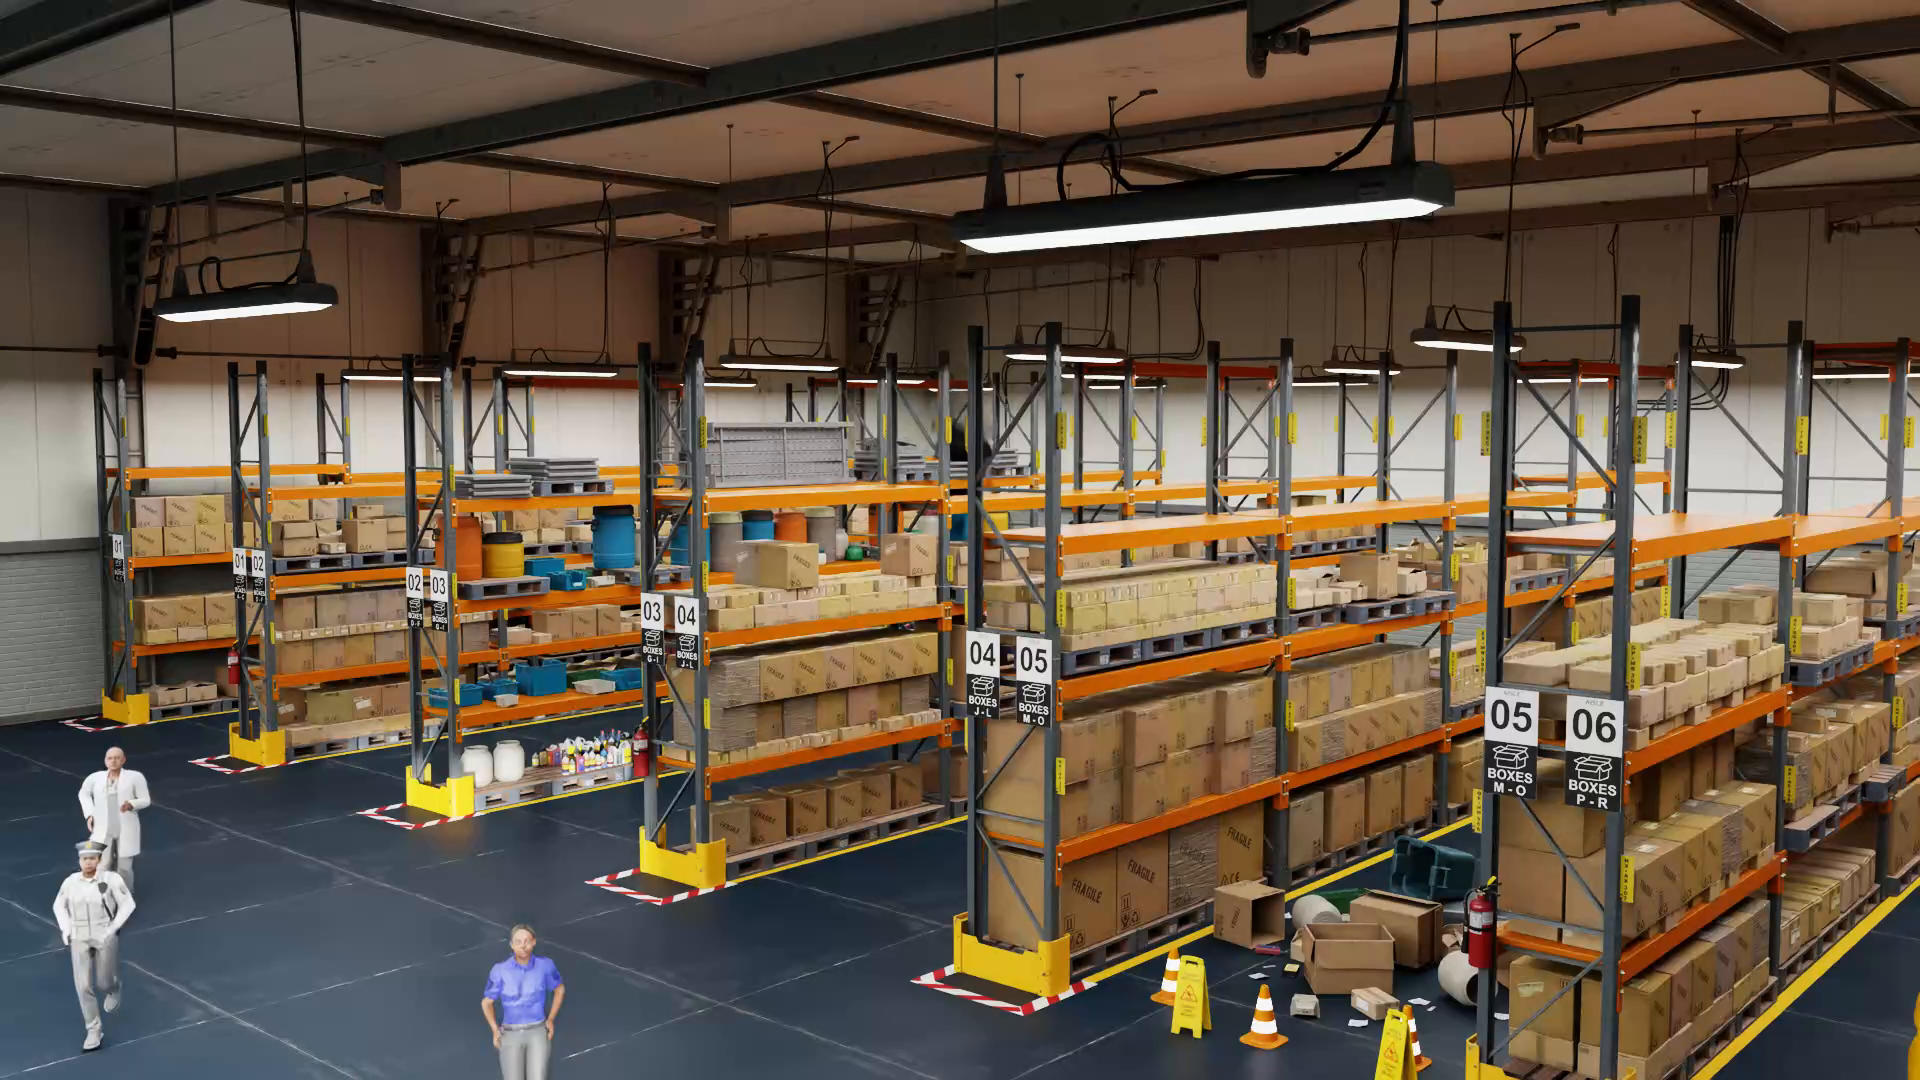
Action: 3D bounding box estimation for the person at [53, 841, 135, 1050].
[{"bbox_3d":[-7.216,3.308,13.865,0.635,1.670,0.781,-1,4,-17],"label":"person"}]

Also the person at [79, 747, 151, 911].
[{"bbox_3d":[-8.678,3.035,17.068,0.685,1.808,0.737,-2,5,-21],"label":"person"}]

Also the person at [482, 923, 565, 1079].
[{"bbox_3d":[-3.072,3.503,11.747,0.578,1.625,0.669,-1,4,-19],"label":"person"}]
